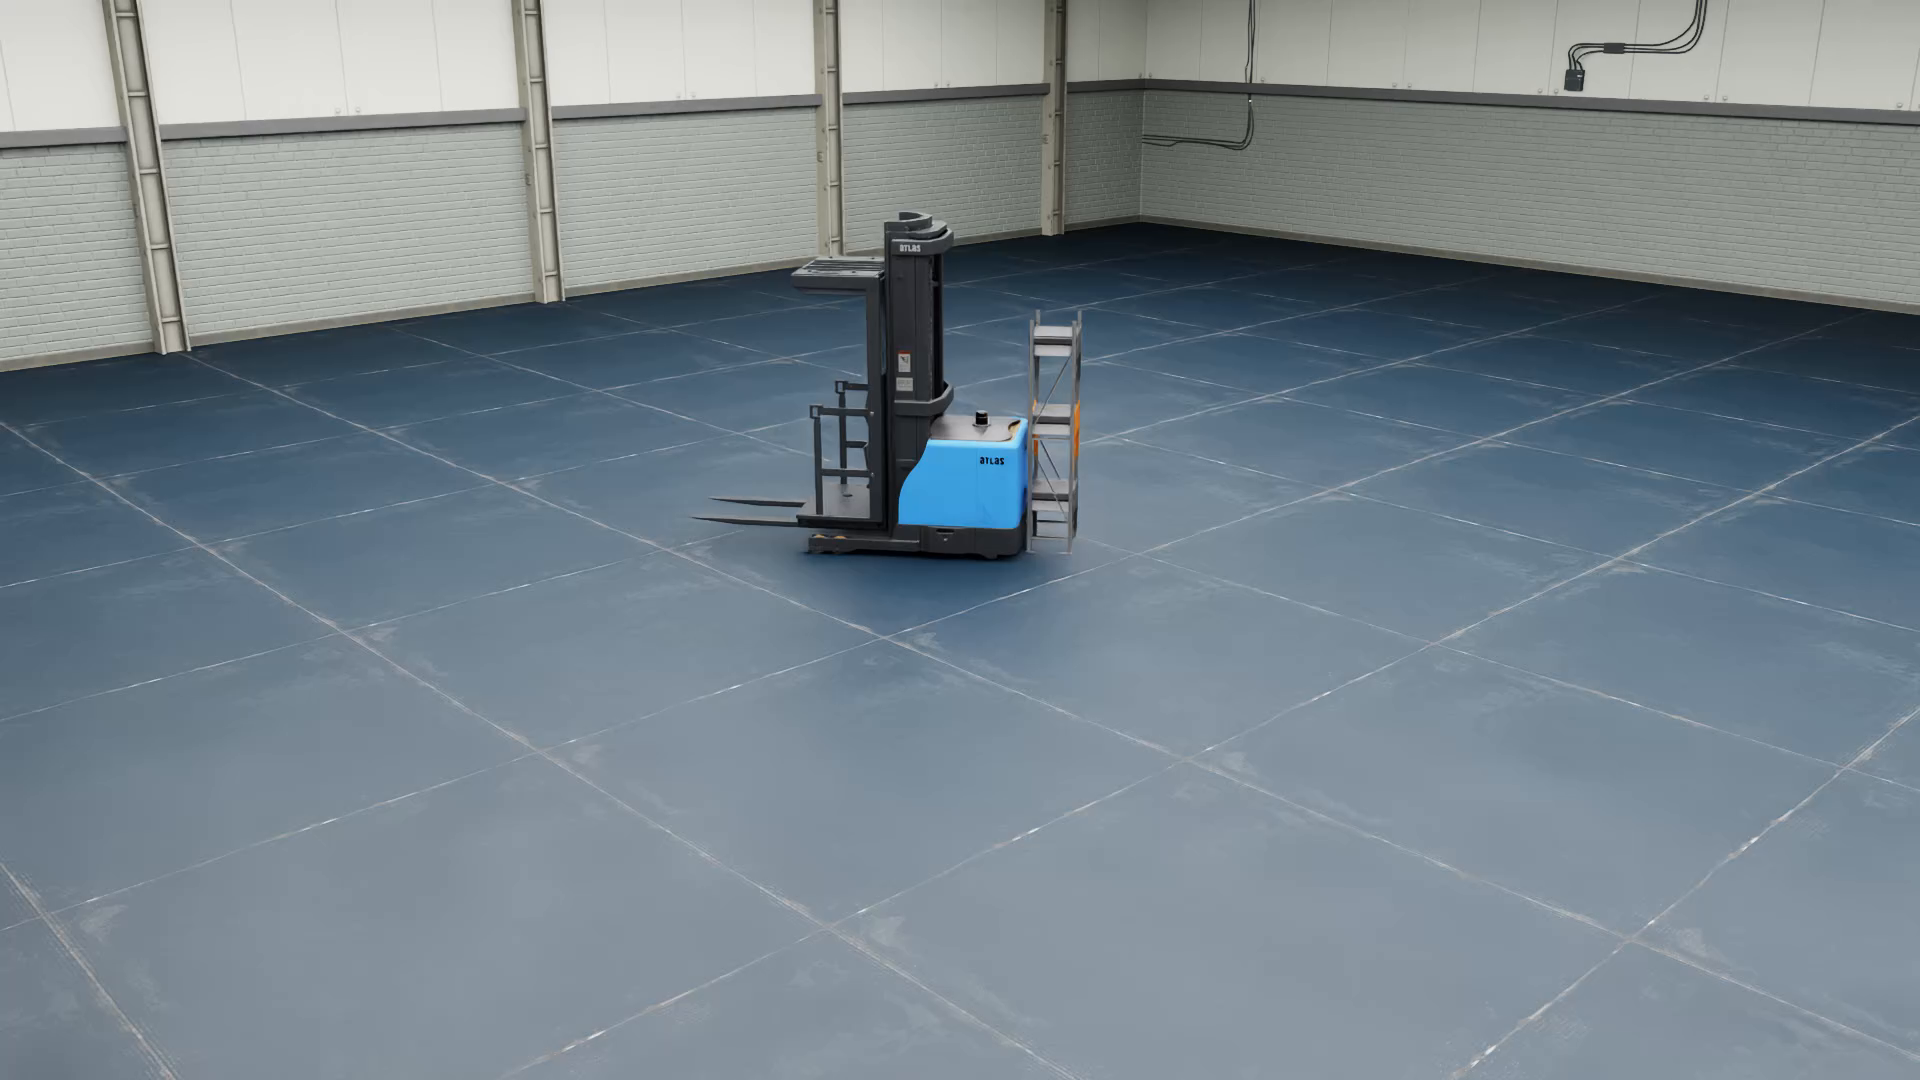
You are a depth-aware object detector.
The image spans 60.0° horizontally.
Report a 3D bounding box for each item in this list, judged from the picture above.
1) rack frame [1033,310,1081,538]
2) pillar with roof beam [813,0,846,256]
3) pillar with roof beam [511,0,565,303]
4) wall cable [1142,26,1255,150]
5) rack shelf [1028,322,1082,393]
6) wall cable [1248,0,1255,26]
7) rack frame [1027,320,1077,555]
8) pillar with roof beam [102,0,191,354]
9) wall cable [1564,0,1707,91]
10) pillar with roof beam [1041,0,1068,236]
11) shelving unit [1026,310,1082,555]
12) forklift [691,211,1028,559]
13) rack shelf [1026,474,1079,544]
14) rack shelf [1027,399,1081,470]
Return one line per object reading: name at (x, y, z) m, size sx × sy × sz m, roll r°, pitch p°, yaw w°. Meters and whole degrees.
rack frame at (0.872, -1.028, 15.015) m, size 0.400 × 2.100 × 0.015 m, roll 3°, pitch 18°, yaw 8°
pillar with roof beam at (0.560, -8.530, 26.969) m, size 0.400 × 9.000 × 9.100 m, roll -16°, pitch 24°, yaw -41°
pillar with roof beam at (-3.800, -7.259, 23.048) m, size 0.400 × 9.000 × 9.100 m, roll -16°, pitch 24°, yaw -41°
wall cable at (5.011, -9.617, 35.356) m, size 0.112 × 2.526 × 3.097 m, roll -16°, pitch 24°, yaw -41°
rack shelf at (0.835, -1.606, 14.574) m, size 0.431 × 0.518 × 0.480 m, roll 3°, pitch 18°, yaw 8°
wall cable at (6.869, -11.413, 32.707) m, size 0.112 × 2.526 × 3.097 m, roll -16°, pitch 24°, yaw -41°
rack frame at (0.797, -0.879, 14.557) m, size 0.400 × 2.100 × 0.015 m, roll 3°, pitch 18°, yaw 8°
pillar with roof beam at (-8.160, -5.987, 19.126) m, size 0.400 × 9.000 × 9.100 m, roll -16°, pitch 24°, yaw -41°
wall cable at (11.522, -10.581, 27.781) m, size 0.169 × 6.003 × 2.305 m, roll -16°, pitch 24°, yaw -41°
pillar with roof beam at (4.919, -9.802, 30.890) m, size 0.400 × 9.000 × 9.100 m, roll -16°, pitch 24°, yaw -41°
shelving unit at (0.835, -0.953, 14.786) m, size 0.431 × 2.100 × 0.503 m, roll 3°, pitch 18°, yaw 8°
forklift at (-0.911, -1.420, 14.877) m, size 3.031 × 2.935 × 1.130 m, roll 3°, pitch 18°, yaw 8°
rack shelf at (0.835, -0.275, 15.006) m, size 0.431 × 0.518 × 0.480 m, roll 3°, pitch 18°, yaw 8°
rack shelf at (0.835, -0.940, 14.790) m, size 0.431 × 0.518 × 0.480 m, roll 3°, pitch 18°, yaw 8°
